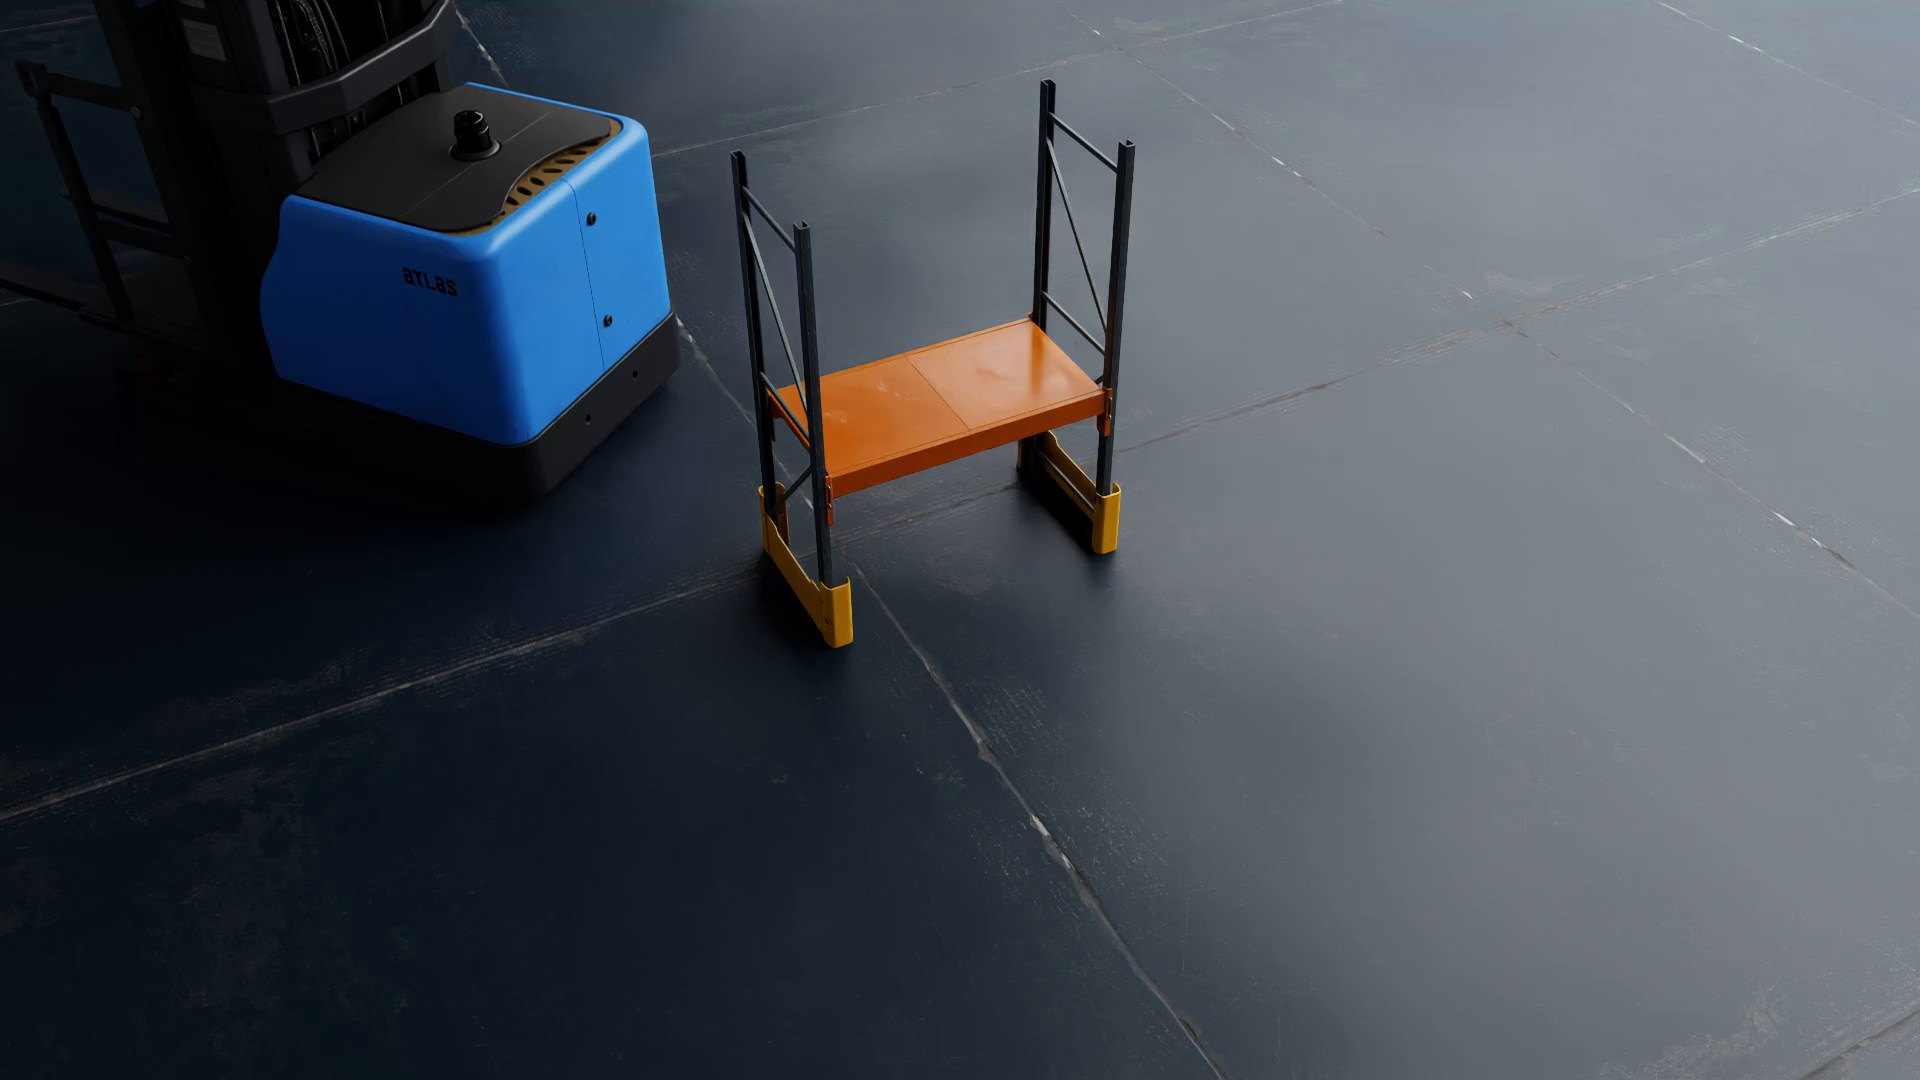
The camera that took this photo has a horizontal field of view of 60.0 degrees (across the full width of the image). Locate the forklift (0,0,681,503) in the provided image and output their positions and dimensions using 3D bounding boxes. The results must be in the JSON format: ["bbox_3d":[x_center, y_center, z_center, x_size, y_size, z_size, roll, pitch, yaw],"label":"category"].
[{"bbox_3d":[-2.642,-1.886,5.710,3.031,2.935,1.130,16,43,19],"label":"forklift"}]

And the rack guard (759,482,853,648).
[{"bbox_3d":[-0.509,0.076,5.467,0.087,0.250,0.587,-19,44,-21],"label":"rack guard"}]

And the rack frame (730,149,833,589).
[{"bbox_3d":[-0.527,-0.395,5.056,0.032,1.500,0.500,-19,44,-21],"label":"rack frame"}]

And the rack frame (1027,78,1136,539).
[{"bbox_3d":[0.375,-0.699,5.415,0.032,1.500,0.500,-19,44,-21],"label":"rack frame"}]

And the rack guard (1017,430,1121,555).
[{"bbox_3d":[0.374,-0.221,5.818,0.087,0.250,0.587,-19,44,-21],"label":"rack guard"}]

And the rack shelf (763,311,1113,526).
[{"bbox_3d":[-0.076,-0.410,5.352,1.000,0.185,0.538,-19,44,-21],"label":"rack shelf"}]

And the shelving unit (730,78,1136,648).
[{"bbox_3d":[-0.068,-0.550,5.239,1.083,1.500,0.587,-19,44,-21],"label":"shelving unit"}]
